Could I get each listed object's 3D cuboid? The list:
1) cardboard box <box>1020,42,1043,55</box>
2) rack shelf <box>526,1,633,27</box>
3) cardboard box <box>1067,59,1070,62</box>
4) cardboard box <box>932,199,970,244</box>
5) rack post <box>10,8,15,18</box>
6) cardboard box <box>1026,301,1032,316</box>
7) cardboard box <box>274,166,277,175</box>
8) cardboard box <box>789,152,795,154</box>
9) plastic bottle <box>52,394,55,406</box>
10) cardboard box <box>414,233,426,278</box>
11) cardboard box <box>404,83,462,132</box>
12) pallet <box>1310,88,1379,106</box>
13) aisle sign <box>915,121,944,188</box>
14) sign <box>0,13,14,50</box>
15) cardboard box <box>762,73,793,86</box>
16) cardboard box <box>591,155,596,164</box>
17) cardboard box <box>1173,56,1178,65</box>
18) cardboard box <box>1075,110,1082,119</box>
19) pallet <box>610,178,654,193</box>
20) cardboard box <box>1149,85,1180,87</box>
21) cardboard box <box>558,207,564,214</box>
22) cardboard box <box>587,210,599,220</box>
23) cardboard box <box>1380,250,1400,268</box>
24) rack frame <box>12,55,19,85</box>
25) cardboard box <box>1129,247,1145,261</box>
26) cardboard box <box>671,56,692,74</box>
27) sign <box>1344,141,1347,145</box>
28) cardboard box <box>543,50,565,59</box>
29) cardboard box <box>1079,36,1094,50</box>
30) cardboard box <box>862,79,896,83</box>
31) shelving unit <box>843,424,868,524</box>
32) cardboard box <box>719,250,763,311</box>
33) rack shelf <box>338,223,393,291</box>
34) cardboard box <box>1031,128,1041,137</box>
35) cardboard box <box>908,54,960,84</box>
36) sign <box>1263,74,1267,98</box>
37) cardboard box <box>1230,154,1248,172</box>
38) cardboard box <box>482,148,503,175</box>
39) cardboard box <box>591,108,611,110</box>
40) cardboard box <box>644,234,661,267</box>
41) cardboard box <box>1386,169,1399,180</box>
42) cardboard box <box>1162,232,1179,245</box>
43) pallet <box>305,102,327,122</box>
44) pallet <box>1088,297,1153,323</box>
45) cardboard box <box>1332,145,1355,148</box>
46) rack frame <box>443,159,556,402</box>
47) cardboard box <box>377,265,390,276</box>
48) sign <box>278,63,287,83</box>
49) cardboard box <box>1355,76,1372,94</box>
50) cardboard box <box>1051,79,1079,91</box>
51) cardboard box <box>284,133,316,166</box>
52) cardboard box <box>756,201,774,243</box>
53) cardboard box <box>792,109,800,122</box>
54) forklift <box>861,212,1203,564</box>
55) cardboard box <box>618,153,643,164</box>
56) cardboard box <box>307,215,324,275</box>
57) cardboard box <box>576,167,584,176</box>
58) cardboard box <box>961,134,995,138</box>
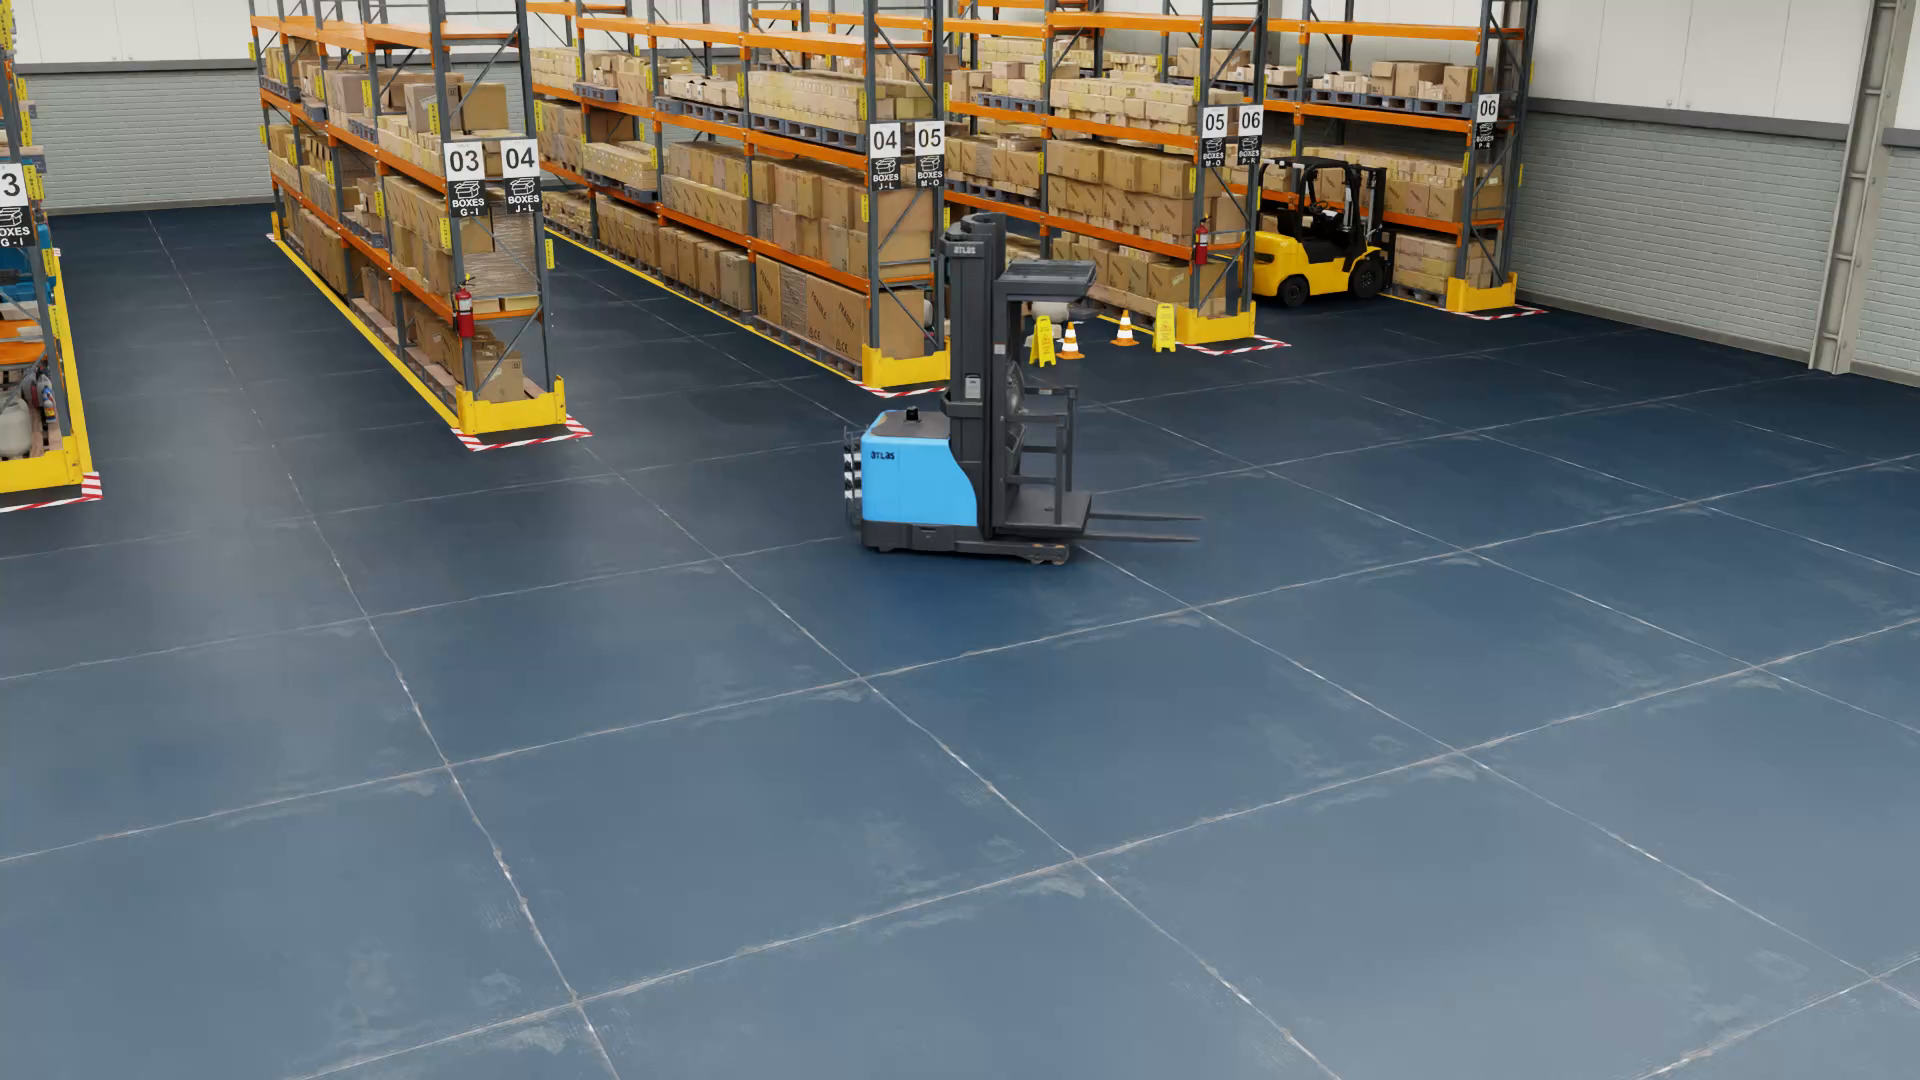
[{"bbox_3d":[1.611,-10.434,35.299,0.500,0.250,0.500,-10,22,-28],"label":"cardboard box"},{"bbox_3d":[-7.314,-9.961,31.429,1.077,0.370,4.000,-10,21,-27],"label":"rack shelf"},{"bbox_3d":[2.402,-9.719,33.806,0.380,0.149,0.250,-10,21,-26],"label":"cardboard box"},{"bbox_3d":[-0.411,-5.945,30.495,0.875,0.875,0.875,-10,22,-27],"label":"cardboard box"},{"bbox_3d":[-14.063,-7.424,23.737,0.937,0.300,0.954,-8,20,-21],"label":"rack post"},{"bbox_3d":[1.054,-3.693,25.182,0.500,0.500,0.500,4,19,11],"label":"cardboard box"},{"bbox_3d":[-12.554,-6.883,30.984,0.380,0.149,0.250,-11,22,-28],"label":"cardboard box"},{"bbox_3d":[-3.237,-8.271,34.467,0.500,0.500,0.500,-9,21,-25],"label":"cardboard box"},{"bbox_3d":[-10.379,-1.610,18.932,0.097,0.201,0.097,0,19,0],"label":"plastic bottle"},{"bbox_3d":[-6.086,-3.479,20.125,0.875,0.500,0.500,-10,21,-27],"label":"cardboard box"},{"bbox_3d":[-6.038,-4.956,19.041,0.500,0.500,0.500,-10,21,-27],"label":"cardboard box"},{"bbox_3d":[6.537,-7.297,27.335,1.003,0.211,1.213,-10,21,-27],"label":"pallet"},{"bbox_3d":[-0.368,-4.703,20.295,0.394,0.787,0.004,-10,21,-27],"label":"aisle sign"},{"bbox_3d":[-8.952,-4.762,15.576,0.100,0.325,0.005,-10,21,-27],"label":"sign"},{"bbox_3d":[-2.449,-6.215,22.430,0.380,0.149,0.250,-10,22,-27],"label":"cardboard box"},{"bbox_3d":[-6.334,-6.781,29.587,0.380,0.149,0.250,-9,21,-25],"label":"cardboard box"},{"bbox_3d":[4.279,-9.135,31.688,0.380,0.149,0.250,-11,22,-29],"label":"cardboard box"},{"bbox_3d":[1.965,-6.426,25.060,0.380,0.149,0.250,-10,21,-27],"label":"cardboard box"},{"bbox_3d":[-5.441,-6.216,28.958,1.003,0.211,1.213,-10,21,-27],"label":"pallet"},{"bbox_3d":[2.958,-6.495,24.038,0.380,0.149,0.250,-9,21,-26],"label":"cardboard box"},{"bbox_3d":[-7.730,-6.546,32.894,0.380,0.149,0.250,-11,22,-29],"label":"cardboard box"},{"bbox_3d":[-6.762,-6.087,31.105,0.380,0.149,0.250,-9,21,-25],"label":"cardboard box"},{"bbox_3d":[7.010,-4.530,26.586,0.500,0.250,0.500,-11,22,-28],"label":"cardboard box"},{"bbox_3d":[-17.036,-9.370,28.610,1.000,3.000,0.127,-10,21,-27],"label":"rack frame"},{"bbox_3d":[2.683,-4.161,24.136,0.380,0.149,0.250,-10,21,-26],"label":"cardboard box"},{"bbox_3d":[-4.659,-7.878,27.557,0.396,0.266,0.258,-10,21,-27],"label":"cardboard box"},{"bbox_3d":[6.597,-6.695,28.604,0.100,0.325,0.005,-10,21,-27],"label":"sign"},{"bbox_3d":[-7.769,-9.301,31.861,0.380,0.149,0.250,-9,21,-25],"label":"cardboard box"},{"bbox_3d":[2.671,-10.192,34.086,0.396,0.266,0.258,-10,21,-27],"label":"cardboard box"},{"bbox_3d":[-1.026,-5.807,21.247,0.380,0.149,0.250,-10,22,-28],"label":"cardboard box"},{"bbox_3d":[-0.937,-0.621,15.669,0.258,0.900,0.210,-8,21,-22],"label":"shelving unit"},{"bbox_3d":[-2.939,-3.895,24.745,1.050,0.750,0.750,-10,21,-27],"label":"cardboard box"},{"bbox_3d":[-7.928,-4.091,23.610,1.077,0.370,4.000,-10,21,-27],"label":"rack shelf"},{"bbox_3d":[1.854,-8.636,35.454,0.500,0.250,0.500,-9,21,-25],"label":"cardboard box"},{"bbox_3d":[-0.468,-8.290,29.276,0.797,0.503,0.637,-11,22,-30],"label":"cardboard box"},{"bbox_3d":[4.120,-6.159,22.561,0.100,0.325,0.005,-10,21,-27],"label":"sign"},{"bbox_3d":[5.163,-6.723,29.598,0.500,0.250,0.500,-10,21,-26],"label":"cardboard box"},{"bbox_3d":[-5.080,-4.234,18.553,0.500,0.250,0.500,-9,21,-25],"label":"cardboard box"},{"bbox_3d":[-6.624,-7.867,31.308,0.500,0.500,0.500,-11,22,-28],"label":"cardboard box"},{"bbox_3d":[-5.007,-4.910,28.068,0.500,0.500,0.500,-10,21,-27],"label":"cardboard box"},{"bbox_3d":[6.967,-5.788,26.277,0.380,0.149,0.250,-10,21,-26],"label":"cardboard box"},{"bbox_3d":[3.059,-4.255,23.366,0.380,0.149,0.250,-10,22,-27],"label":"cardboard box"},{"bbox_3d":[-9.230,-6.510,25.210,1.213,0.211,1.003,-9,21,-24],"label":"pallet"},{"bbox_3d":[2.676,-3.536,25.173,1.003,0.211,1.213,-10,21,-27],"label":"pallet"},{"bbox_3d":[6.527,-6.611,28.208,0.380,0.149,0.250,-10,21,-27],"label":"cardboard box"},{"bbox_3d":[-5.079,-2.709,18.501,1.000,3.000,0.127,-10,21,-27],"label":"rack frame"},{"bbox_3d":[-8.272,-4.048,24.389,0.500,0.250,0.500,-7,20,-21],"label":"cardboard box"},{"bbox_3d":[-11.265,-7.767,27.647,0.100,0.325,0.005,-10,21,-27],"label":"sign"},{"bbox_3d":[6.547,-7.289,26.585,0.396,0.266,0.258,-11,22,-28],"label":"cardboard box"},{"bbox_3d":[1.605,-6.927,25.290,0.380,0.149,0.250,-10,22,-28],"label":"cardboard box"},{"bbox_3d":[-11.465,-6.813,29.019,0.500,0.500,0.500,-10,21,-26],"label":"cardboard box"},{"bbox_3d":[-2.380,-4.563,23.645,0.875,0.550,0.550,-10,21,-27],"label":"cardboard box"},{"bbox_3d":[-1.969,-5.547,21.717,0.380,0.149,0.250,-10,21,-26],"label":"cardboard box"},{"bbox_3d":[0.673,-1.358,14.691,3.031,2.935,1.130,3,19,8],"label":"forklift"},{"bbox_3d":[-5.582,-6.469,28.228,0.380,0.149,0.250,-10,21,-27],"label":"cardboard box"},{"bbox_3d":[-10.031,-4.910,27.496,1.225,0.875,0.875,-11,22,-29],"label":"cardboard box"},{"bbox_3d":[-6.924,-6.877,30.965,0.380,0.149,0.250,-11,22,-28],"label":"cardboard box"},{"bbox_3d":[0.304,-6.839,29.218,0.500,0.500,0.500,-11,22,-28],"label":"cardboard box"}]
